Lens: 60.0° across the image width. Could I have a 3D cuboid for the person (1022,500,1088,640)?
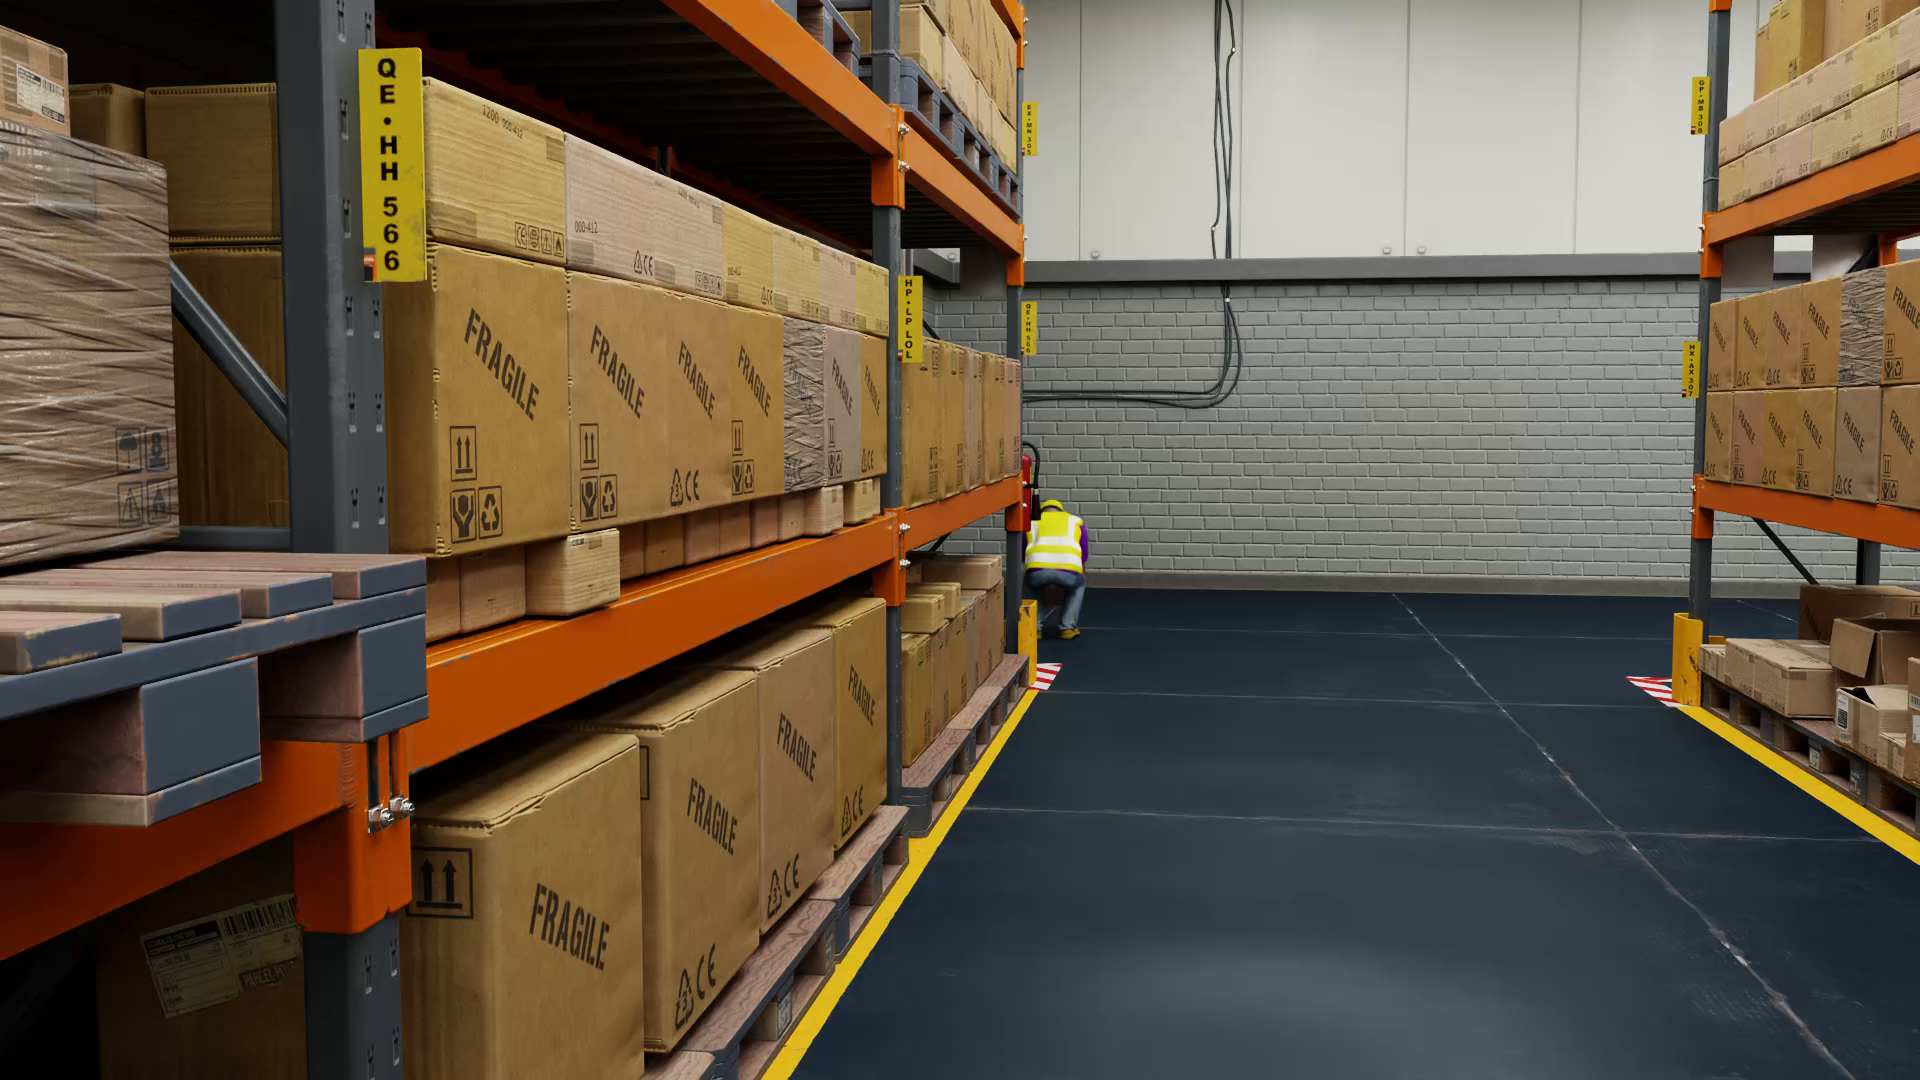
[{"bbox_3d":[0.689,0.220,12.555,0.537,1.017,0.897,1,4,7],"label":"person"}]
